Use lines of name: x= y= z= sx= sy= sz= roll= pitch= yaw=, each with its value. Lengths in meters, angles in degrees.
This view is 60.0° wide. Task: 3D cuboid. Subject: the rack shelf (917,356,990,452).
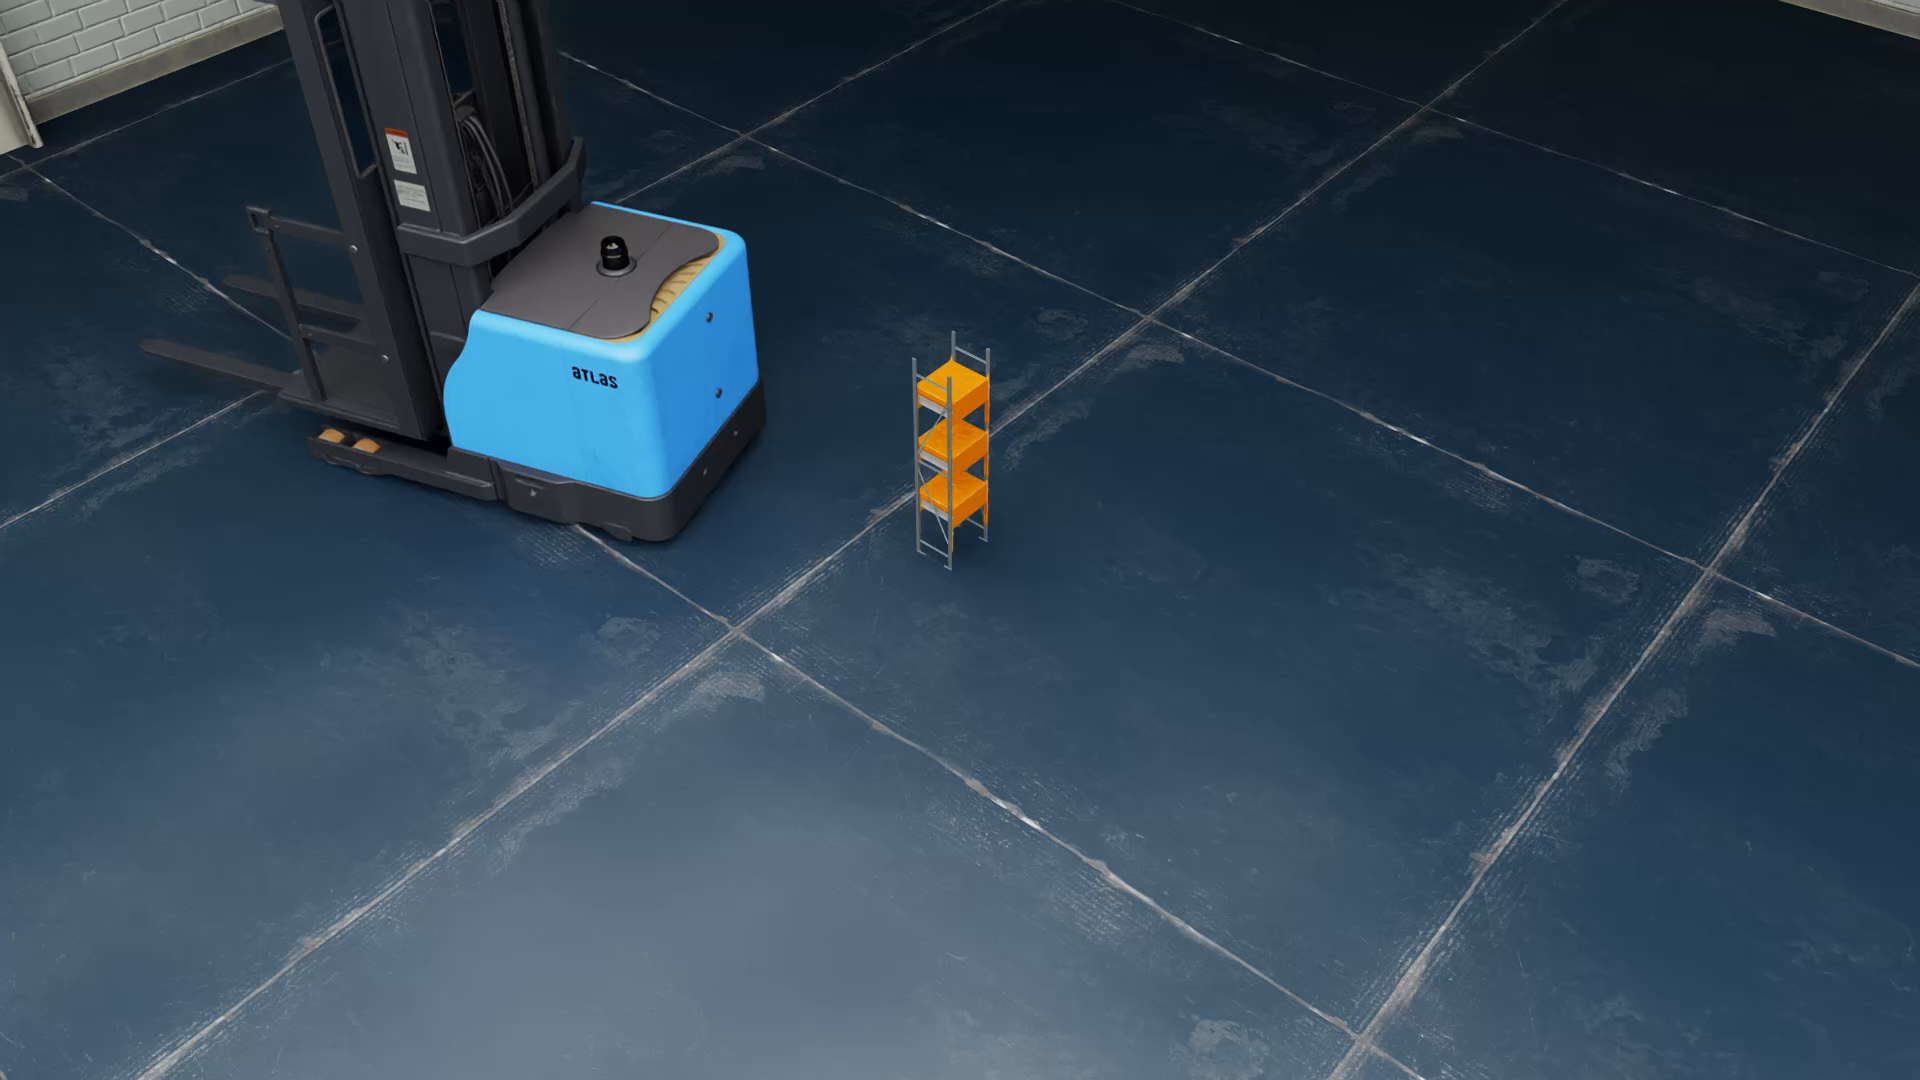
rack shelf: x=-0.034 y=-0.563 z=6.865 sx=0.215 sy=0.259 sz=0.240 roll=29 pitch=50 yaw=28

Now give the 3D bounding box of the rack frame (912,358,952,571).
rack frame: x=-0.113 y=-0.298 z=6.980 sx=0.200 sy=1.050 sz=0.008 roll=29 pitch=50 yaw=28

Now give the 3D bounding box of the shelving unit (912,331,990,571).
shelving unit: x=-0.034 y=-0.361 z=7.049 sx=0.215 sy=1.050 sz=0.252 roll=29 pitch=50 yaw=28

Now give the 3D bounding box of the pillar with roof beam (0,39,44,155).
pillar with roof beam: x=-2.490 y=-3.821 z=4.945 sx=9.100 sy=9.000 sz=0.400 roll=29 pitch=50 yaw=28

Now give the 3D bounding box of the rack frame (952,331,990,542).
rack frame: x=0.044 y=-0.424 z=7.118 sx=0.200 sy=1.050 sz=0.008 roll=29 pitch=50 yaw=28

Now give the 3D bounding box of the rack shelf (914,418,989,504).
rack shelf: x=-0.034 y=-0.353 z=7.056 sx=0.215 sy=0.259 sz=0.240 roll=29 pitch=50 yaw=28

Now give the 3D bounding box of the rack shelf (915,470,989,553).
rack shelf: x=-0.034 y=-0.147 z=7.243 sx=0.215 sy=0.259 sz=0.240 roll=29 pitch=50 yaw=28

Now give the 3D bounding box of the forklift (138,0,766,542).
forklift: x=-2.499 y=-1.705 z=7.129 sx=3.031 sy=2.935 sz=1.130 roll=15 pitch=44 yaw=16
